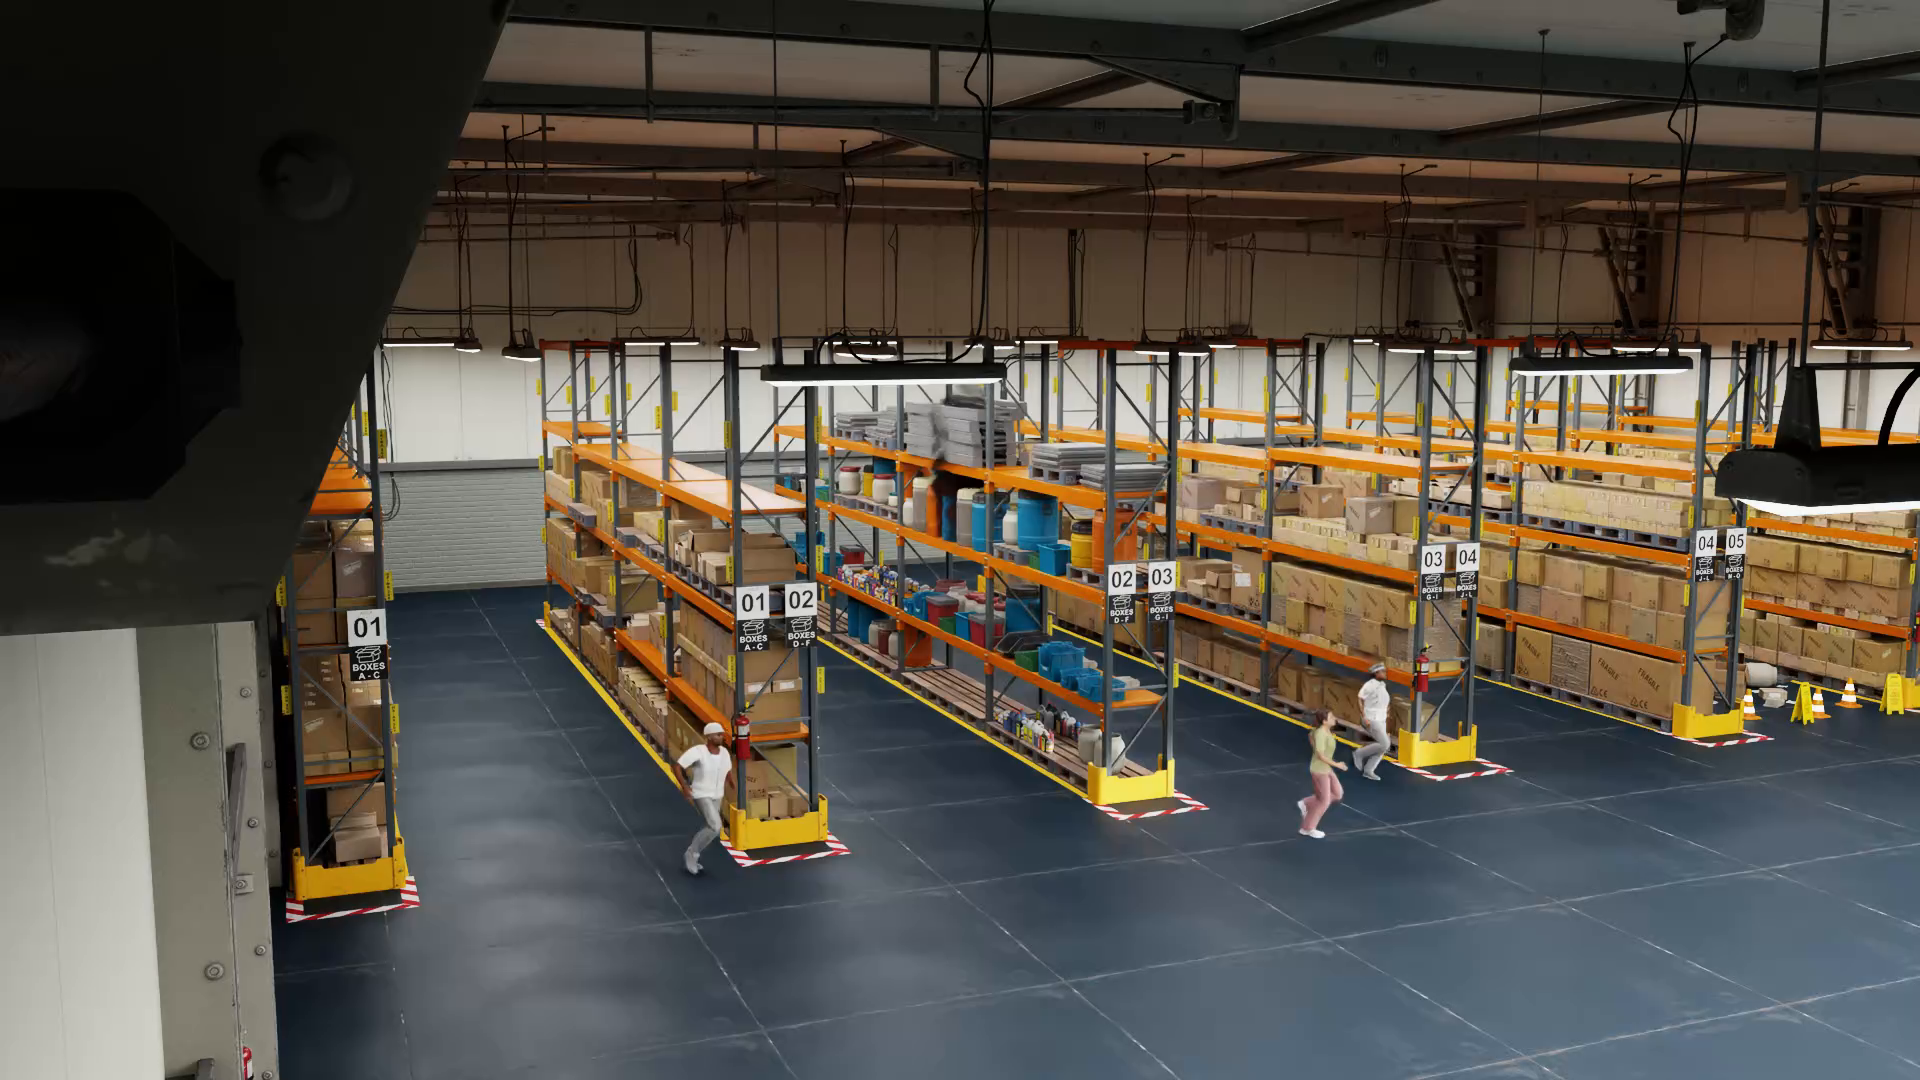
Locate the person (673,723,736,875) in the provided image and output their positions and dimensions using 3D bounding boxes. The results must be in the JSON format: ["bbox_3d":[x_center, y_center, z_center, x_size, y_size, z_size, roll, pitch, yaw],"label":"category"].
[{"bbox_3d":[-2.888,2.977,19.288,0.622,1.712,0.728,5,9,34],"label":"person"}]

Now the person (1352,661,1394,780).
[{"bbox_3d":[5.841,2.509,23.271,0.514,1.623,0.612,6,10,39],"label":"person"}]

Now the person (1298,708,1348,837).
[{"bbox_3d":[4.493,2.865,20.579,0.602,1.628,0.601,2,8,16],"label":"person"}]
